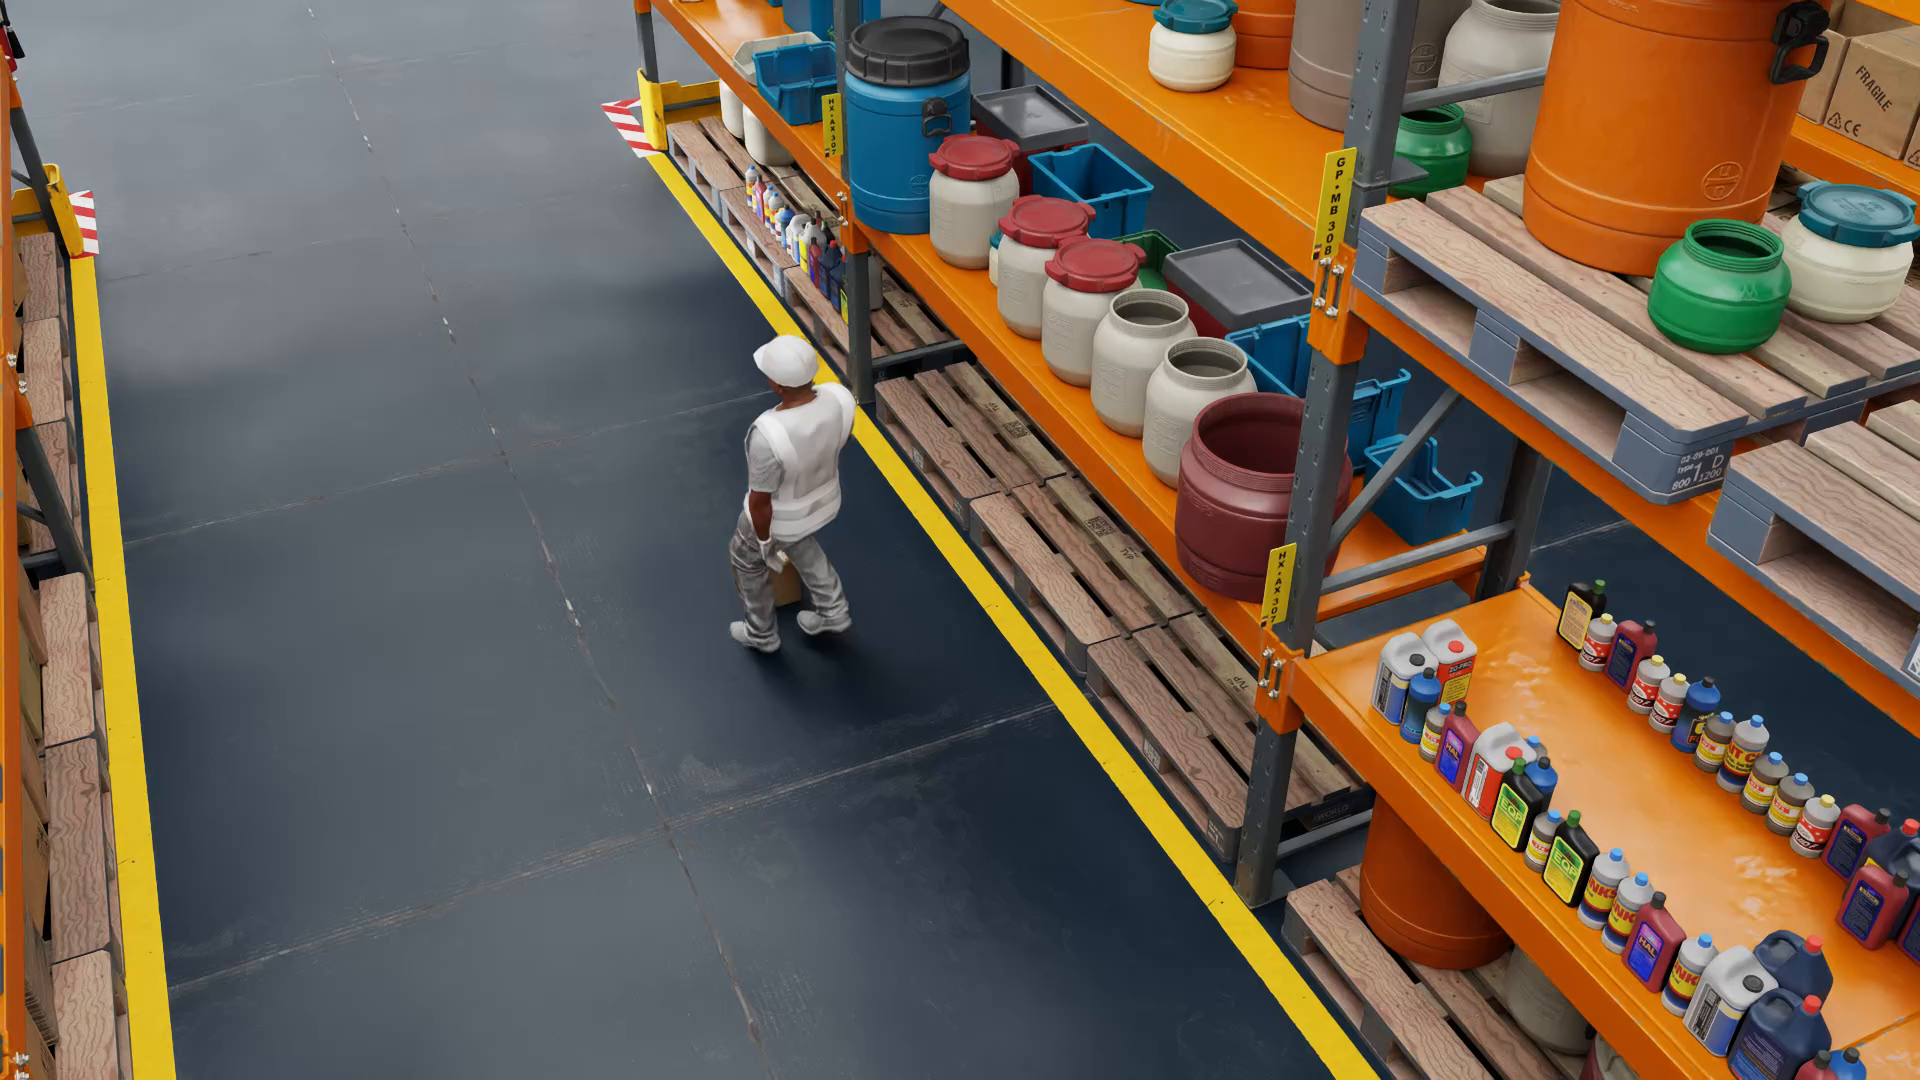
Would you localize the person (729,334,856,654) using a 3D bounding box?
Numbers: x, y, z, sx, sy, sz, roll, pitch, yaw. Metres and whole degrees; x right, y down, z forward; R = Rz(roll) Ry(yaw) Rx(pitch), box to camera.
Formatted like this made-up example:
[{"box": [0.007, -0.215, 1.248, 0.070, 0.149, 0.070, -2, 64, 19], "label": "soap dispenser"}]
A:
[{"box": [-0.777, -0.184, 7.138, 0.657, 1.755, 0.608, 30, 46, 34], "label": "person"}]
